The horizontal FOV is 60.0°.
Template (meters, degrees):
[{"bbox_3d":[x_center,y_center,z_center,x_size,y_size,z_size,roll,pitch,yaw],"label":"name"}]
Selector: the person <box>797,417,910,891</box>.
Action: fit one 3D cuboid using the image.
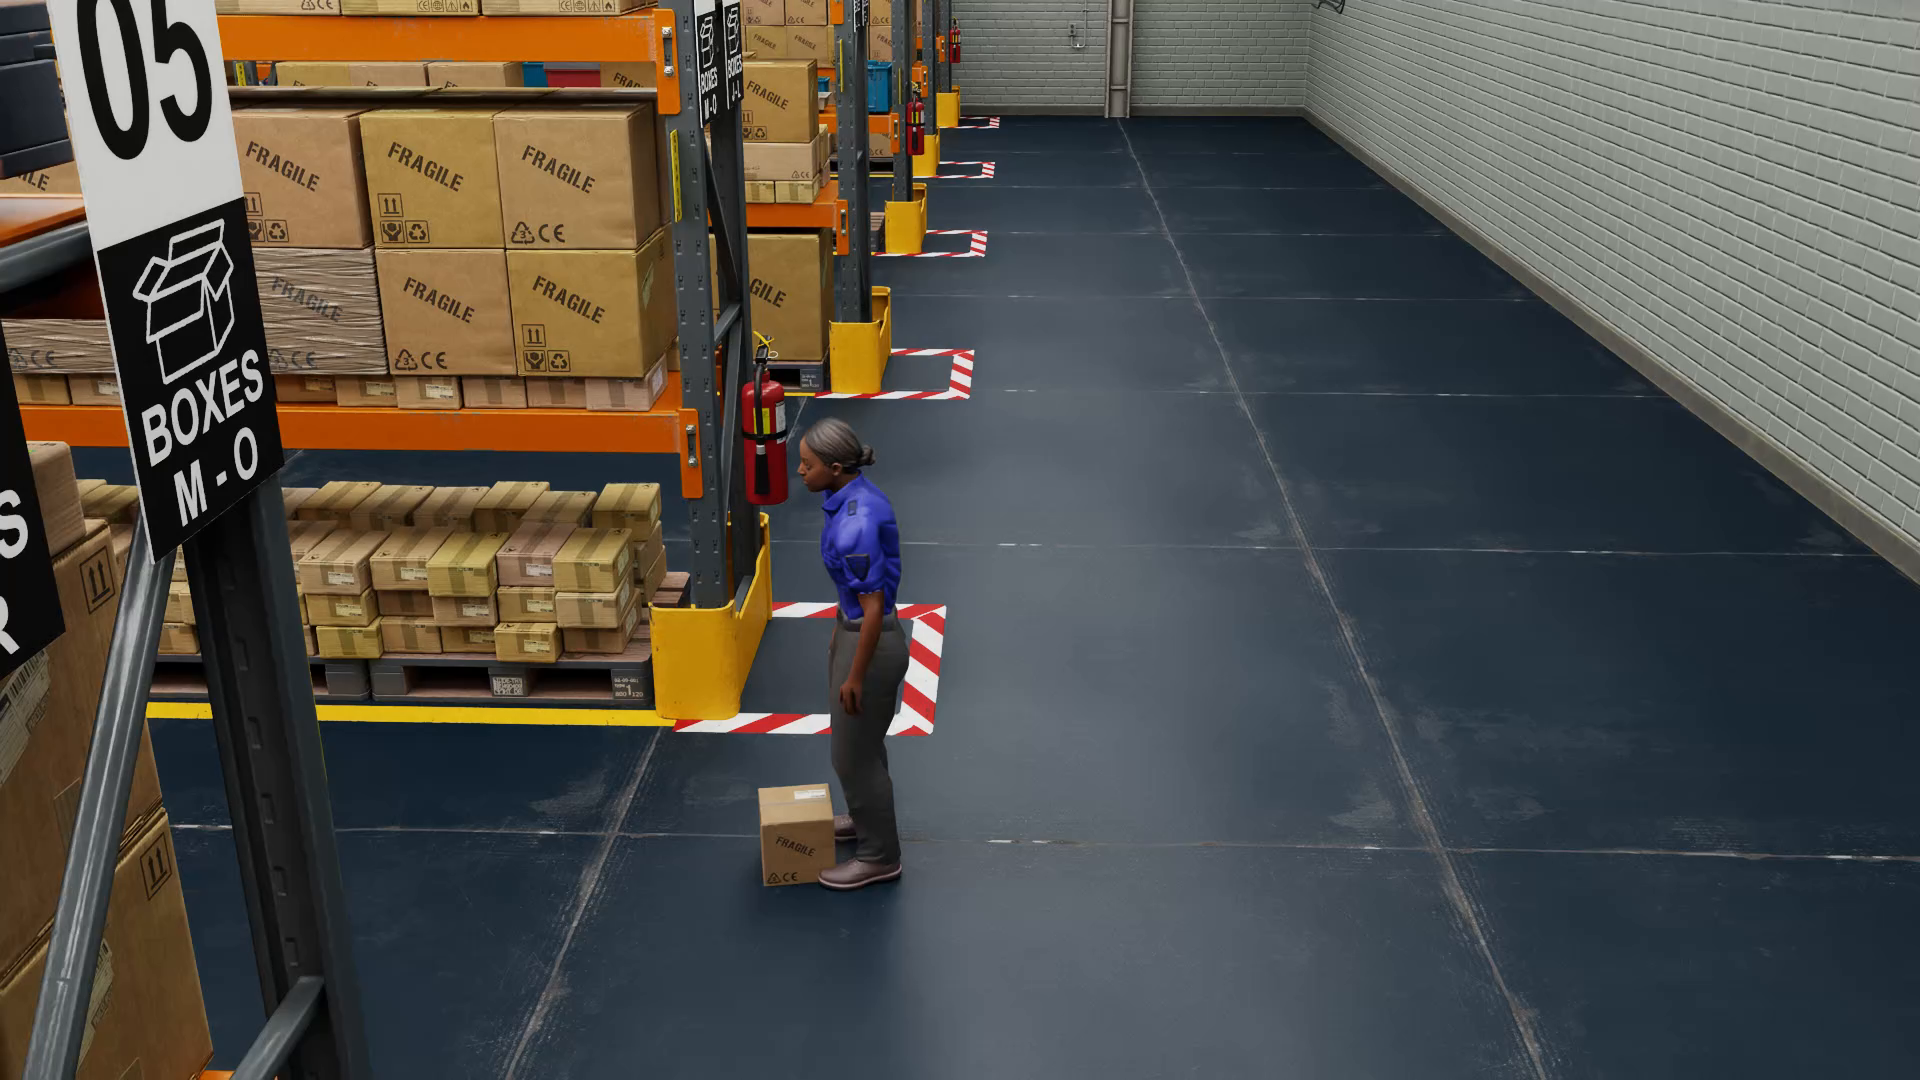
[{"bbox_3d":[-0.351,0.371,5.617,0.352,1.654,0.520,-2,21,-6],"label":"person"}]
